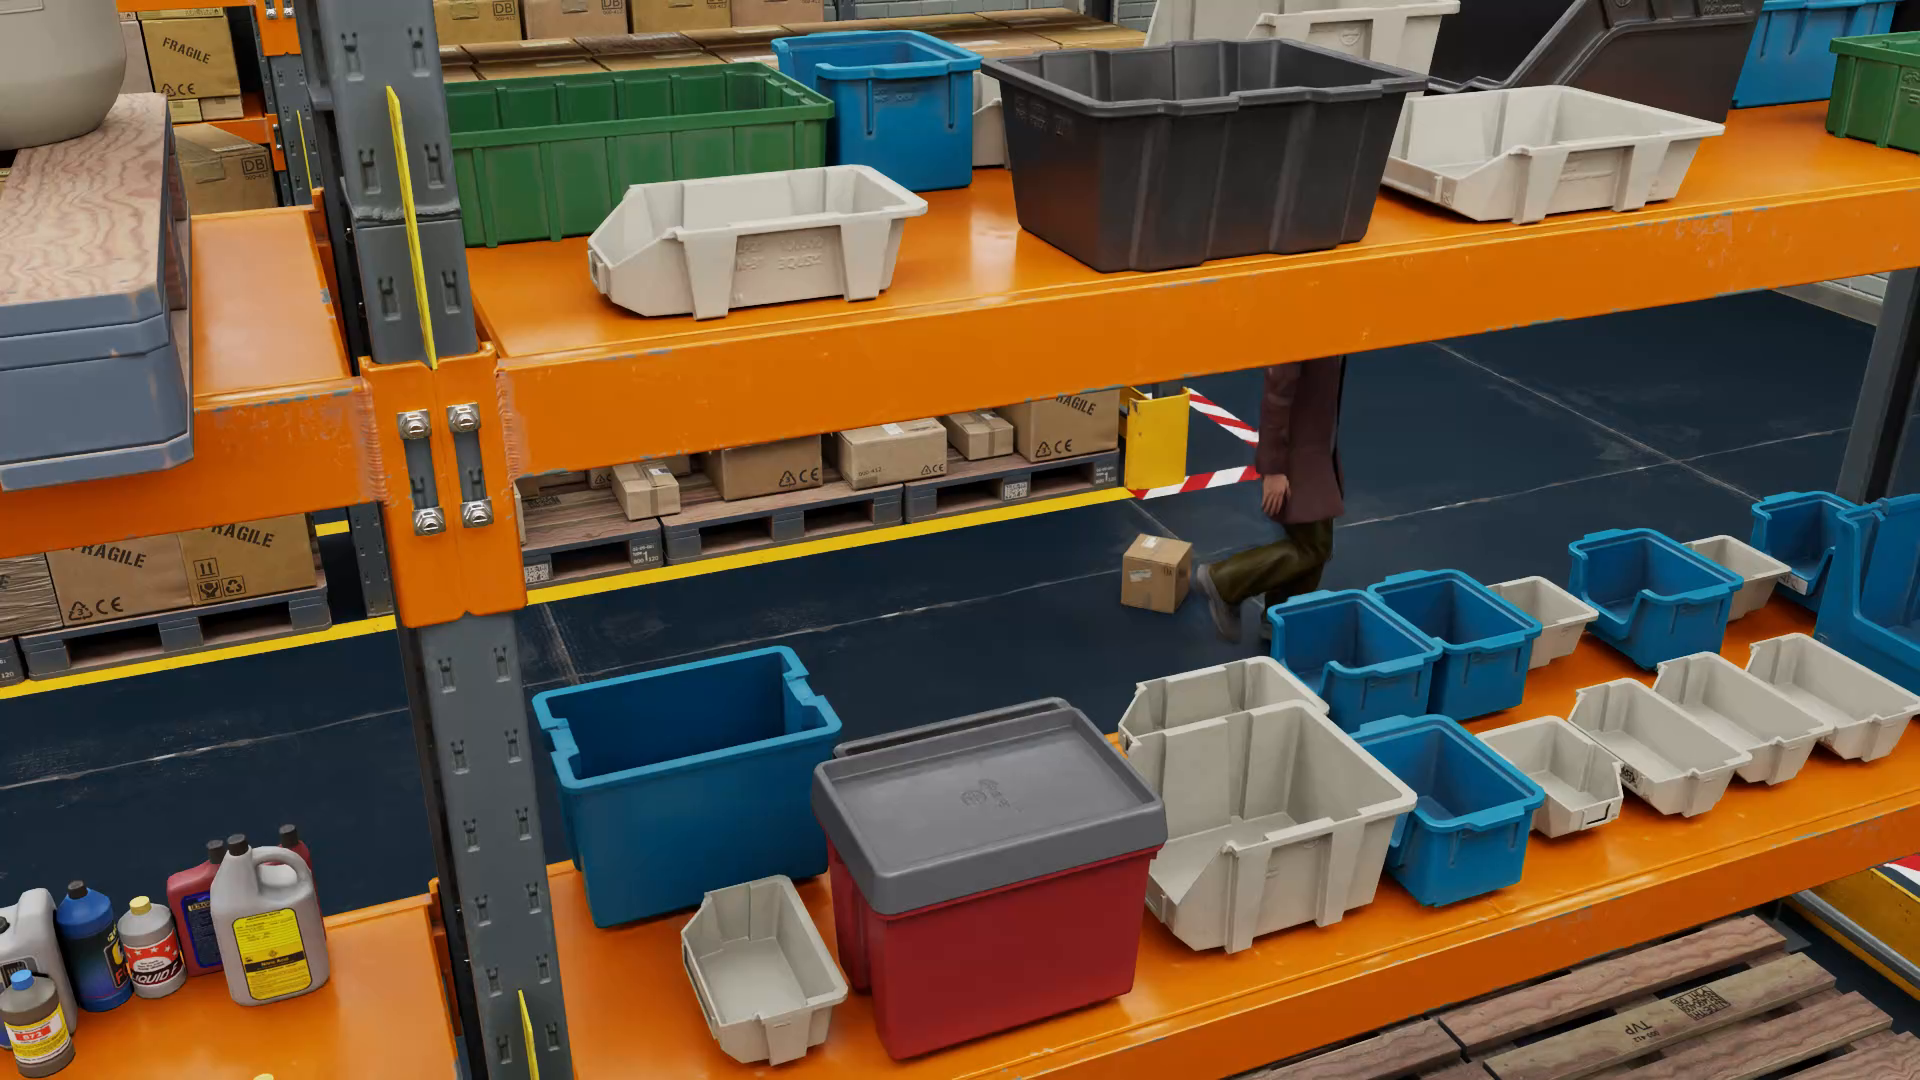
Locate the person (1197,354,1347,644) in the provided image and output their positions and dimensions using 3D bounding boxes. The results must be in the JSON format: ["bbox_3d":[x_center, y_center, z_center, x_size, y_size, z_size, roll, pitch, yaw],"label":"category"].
[{"bbox_3d":[1.362,-0.353,6.798,0.573,1.766,0.599,10,27,21],"label":"person"}]
